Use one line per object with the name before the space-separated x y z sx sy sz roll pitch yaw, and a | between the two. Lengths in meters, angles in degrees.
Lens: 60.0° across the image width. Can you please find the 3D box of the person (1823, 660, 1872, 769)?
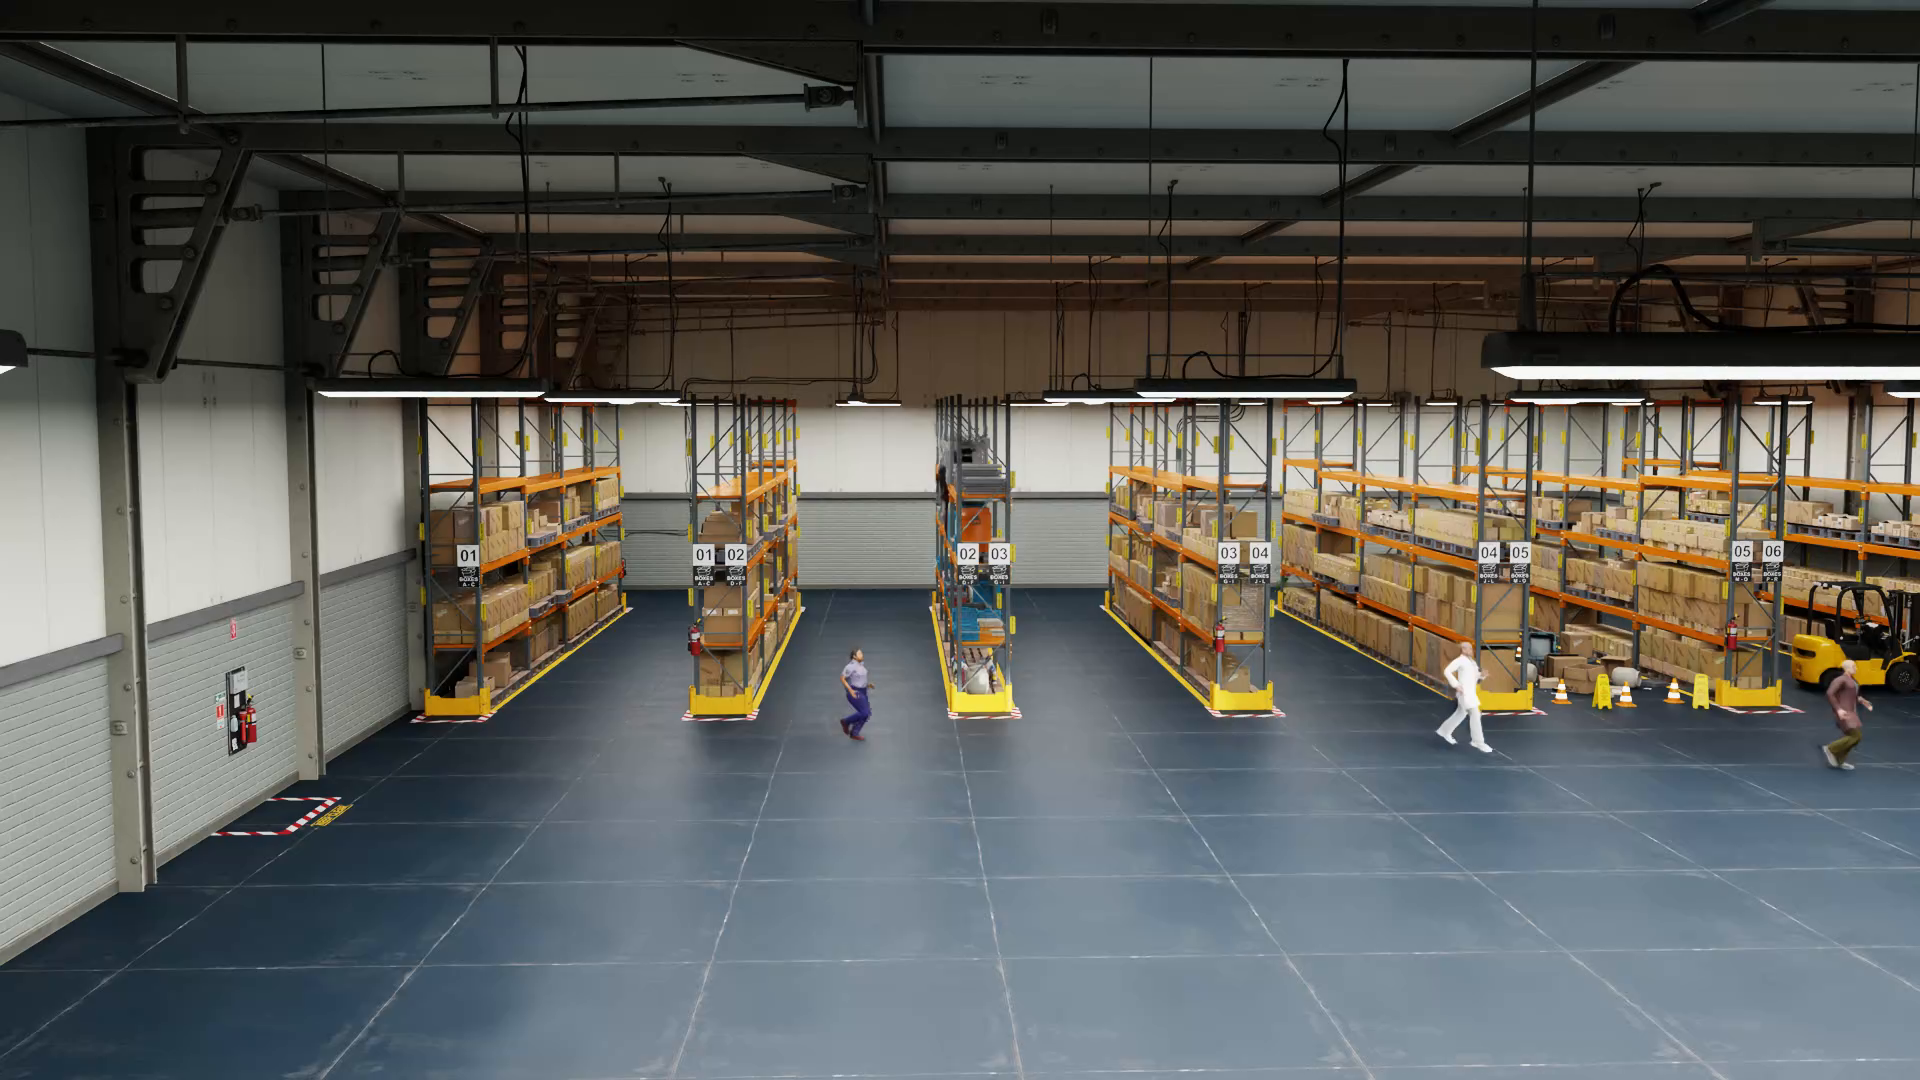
person | 14.118 2.773 26.434 0.629 1.746 0.723 4 6 42

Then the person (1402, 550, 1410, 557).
person | 13.510 1.048 49.307 0.857 1.629 0.658 1 5 10

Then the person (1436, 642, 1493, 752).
person | 8.504 2.611 27.979 0.990 1.808 0.687 3 5 31

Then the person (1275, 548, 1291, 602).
person | 9.580 1.027 48.992 0.609 1.703 0.693 1 5 9

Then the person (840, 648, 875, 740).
person | -1.764 2.669 28.747 0.550 1.607 0.615 2 5 20
